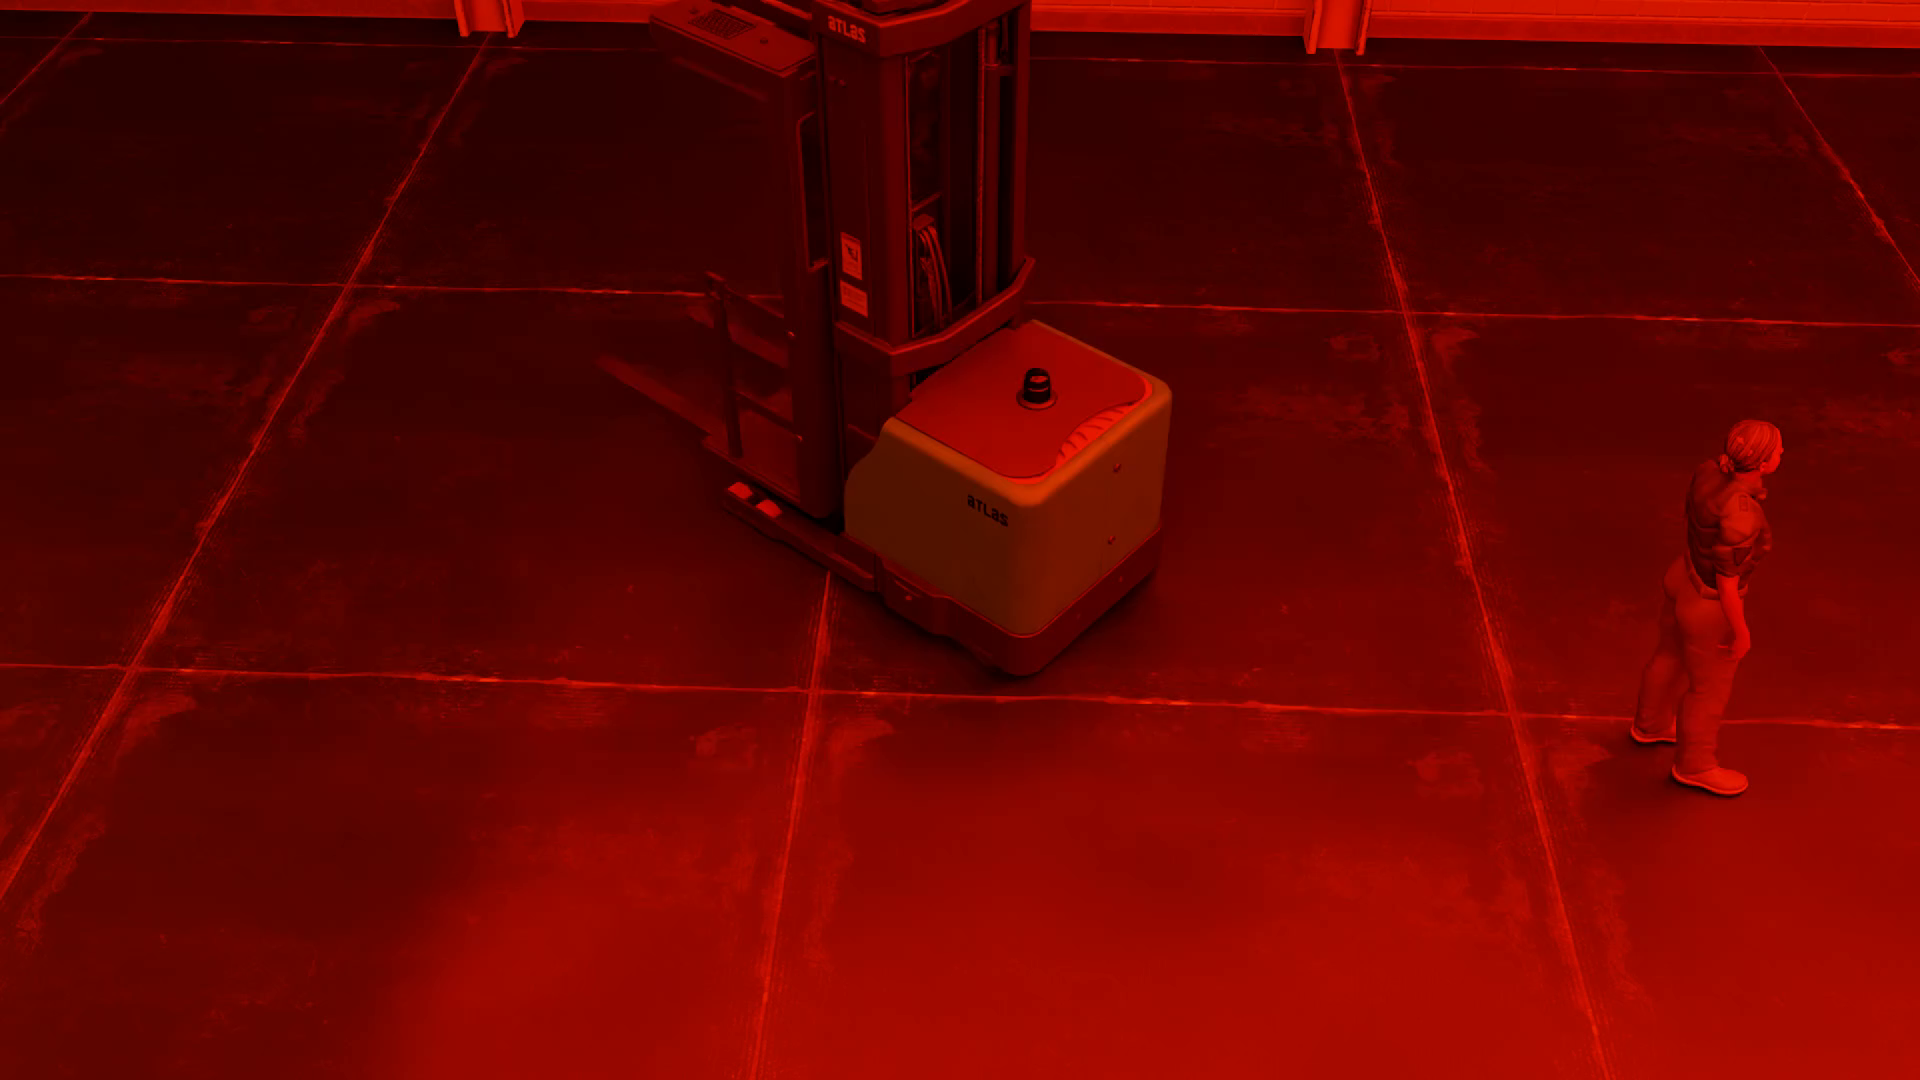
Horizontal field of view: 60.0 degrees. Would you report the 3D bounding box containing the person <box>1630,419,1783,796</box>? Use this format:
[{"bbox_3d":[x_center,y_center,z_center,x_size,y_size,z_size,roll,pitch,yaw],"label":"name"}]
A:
[{"bbox_3d":[2.967,0.238,6.417,0.503,1.656,0.569,1,42,1],"label":"person"}]

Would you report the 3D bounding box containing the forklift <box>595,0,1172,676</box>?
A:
[{"bbox_3d":[-0.527,-1.348,7.219,3.031,2.935,1.130,30,50,29],"label":"forklift"}]
